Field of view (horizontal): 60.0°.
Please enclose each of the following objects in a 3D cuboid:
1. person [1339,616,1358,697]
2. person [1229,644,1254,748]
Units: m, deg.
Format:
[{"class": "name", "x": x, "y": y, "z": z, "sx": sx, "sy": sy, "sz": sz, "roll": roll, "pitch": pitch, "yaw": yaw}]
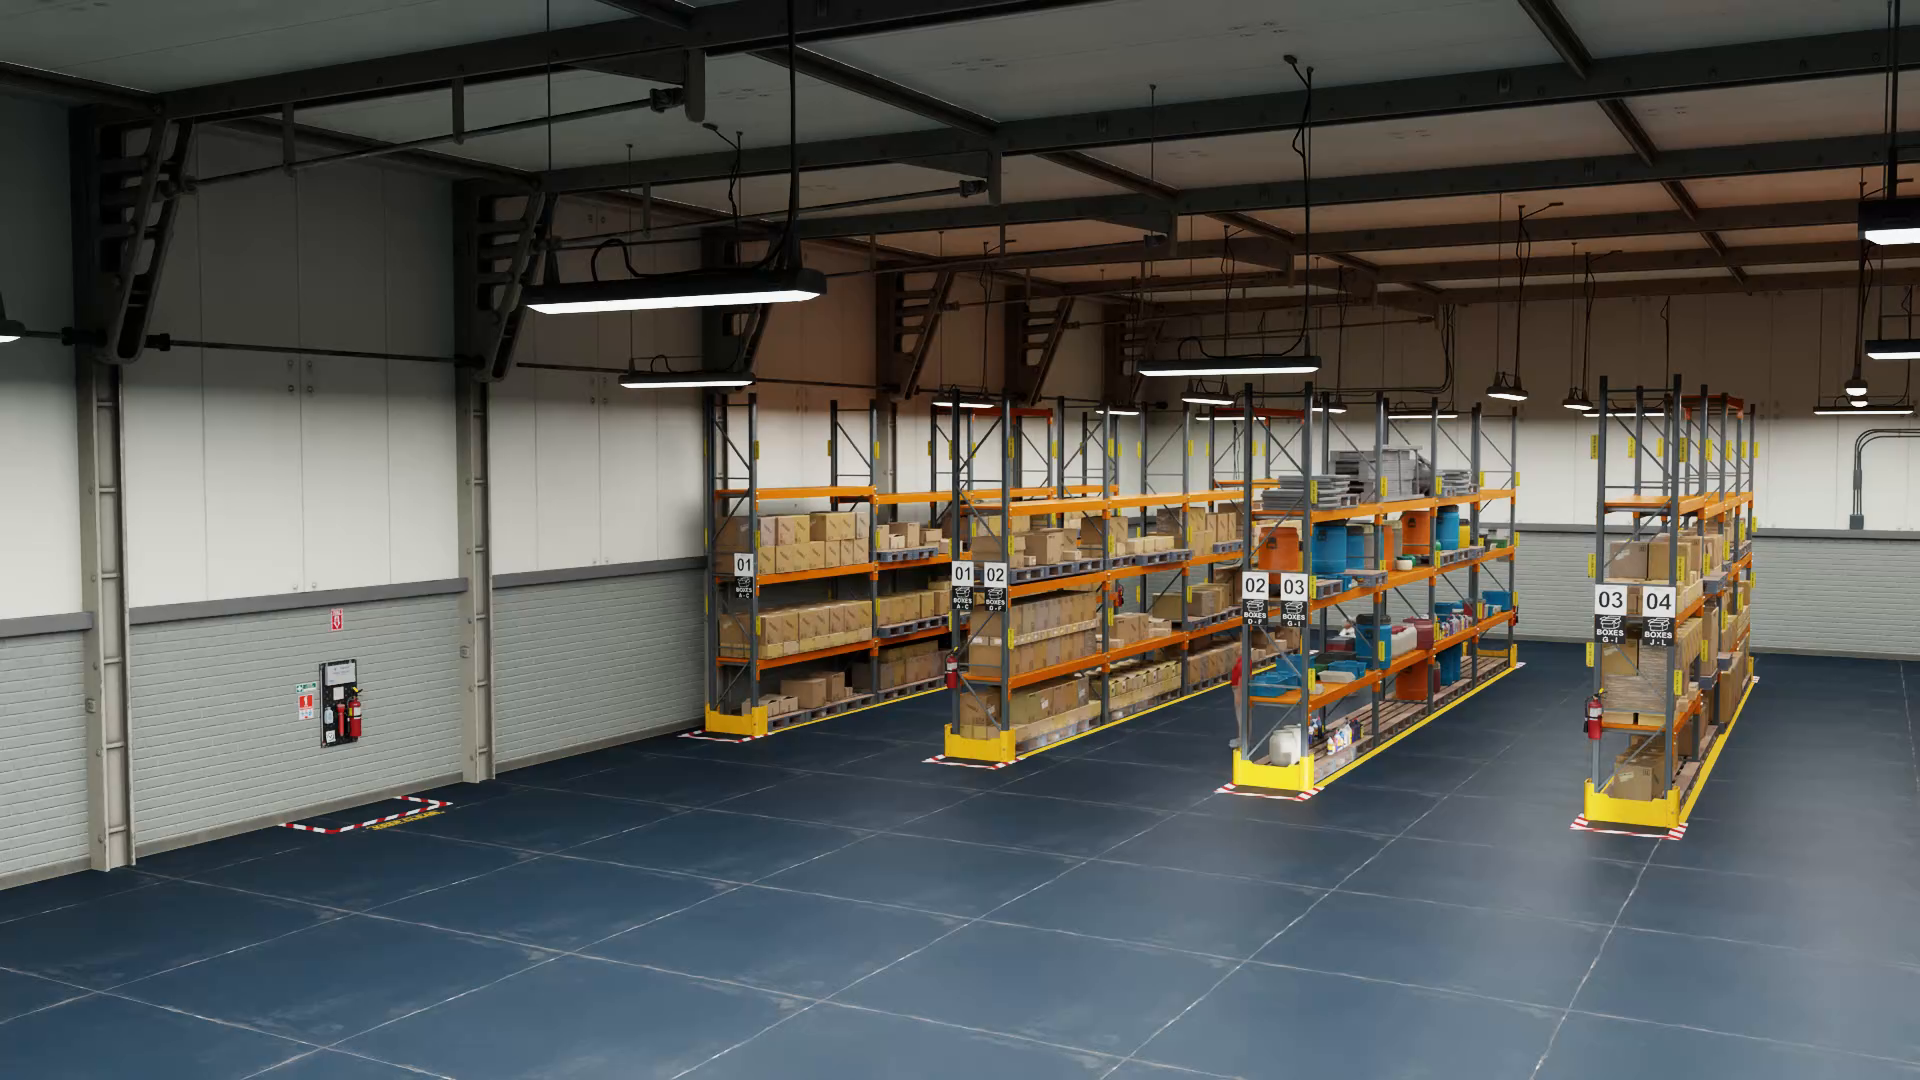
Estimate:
[{"class": "person", "x": 7.808, "y": 2.391, "z": 33.598, "sx": 0.694, "sy": 1.717, "sz": 0.474, "roll": -3, "pitch": 4, "yaw": -44}, {"class": "person", "x": 4.760, "y": 2.614, "z": 28.122, "sx": 0.388, "sy": 1.734, "sz": 0.577, "roll": 1, "pitch": 3, "yaw": 12}]
